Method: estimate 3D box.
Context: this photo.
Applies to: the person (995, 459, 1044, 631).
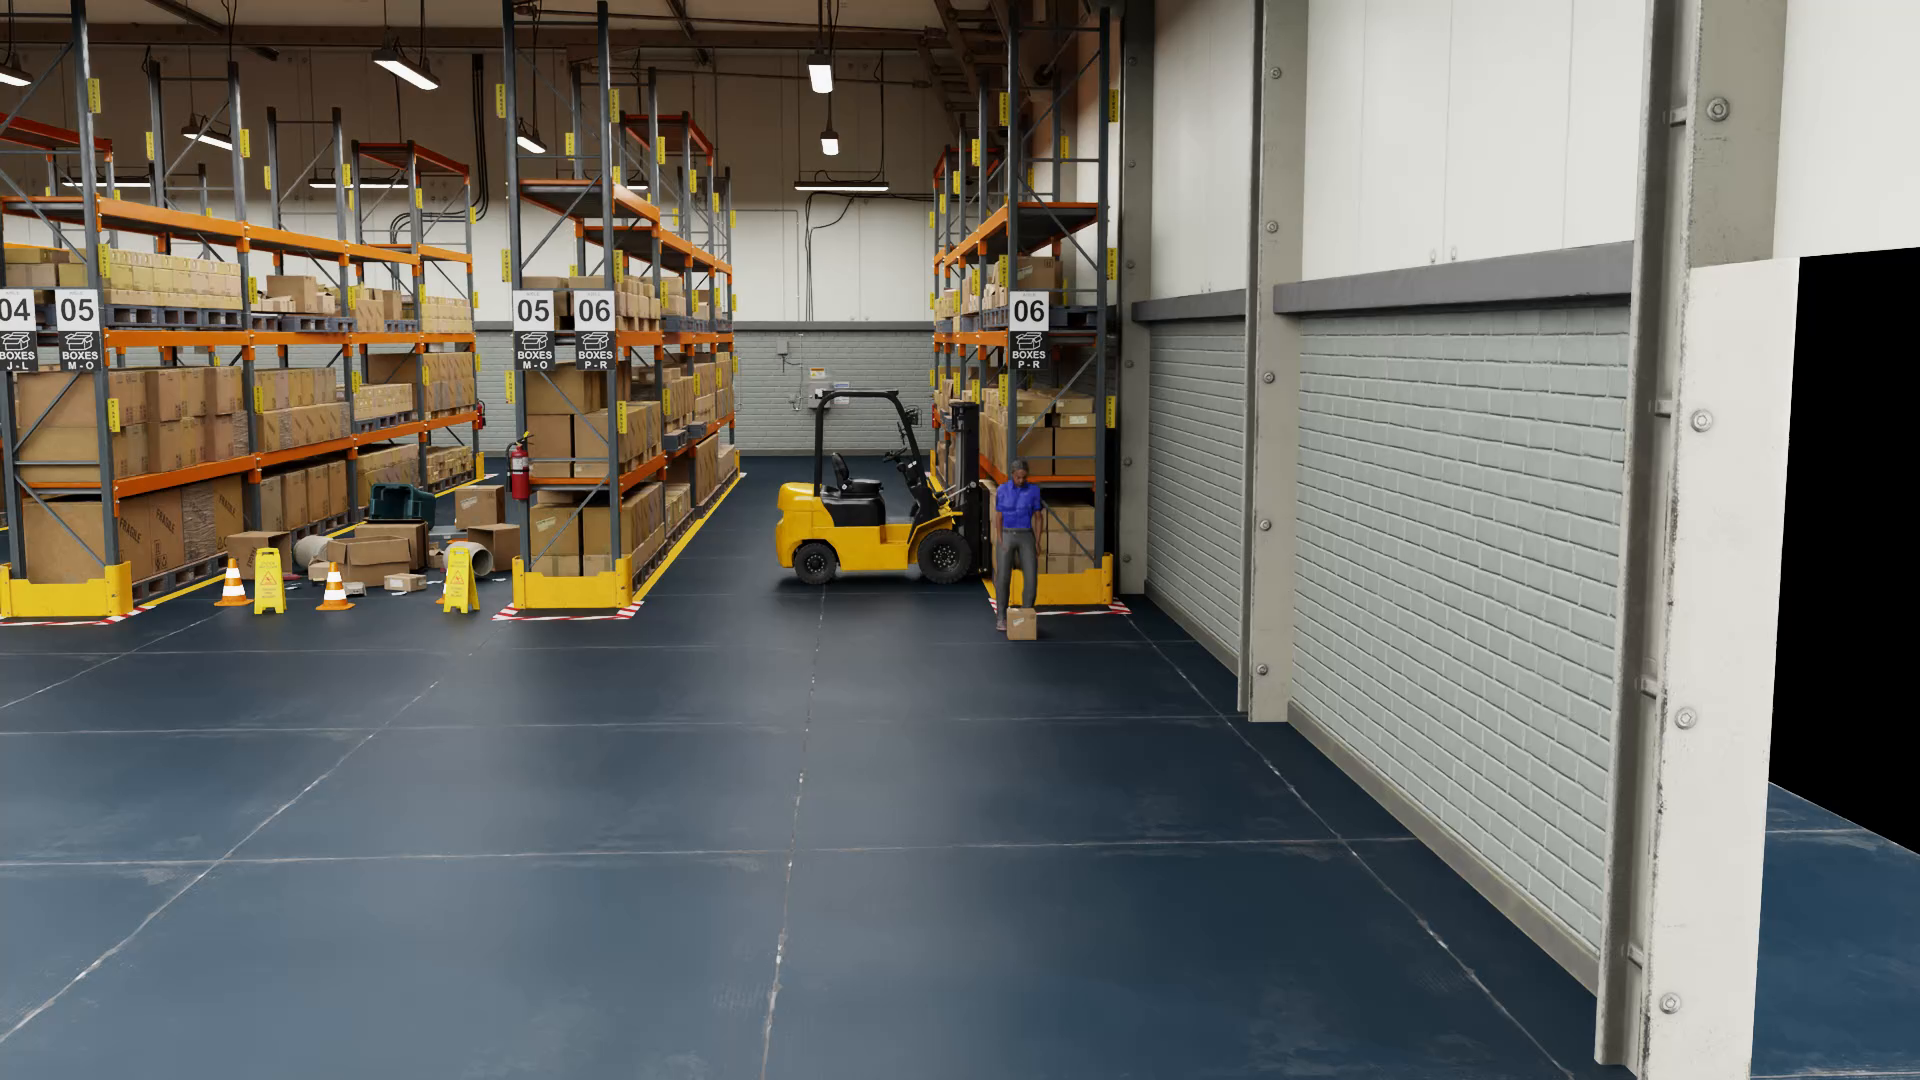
[{"bbox_3d":[0.558,0.041,15.655,0.453,1.618,0.367,0,7,-2],"label":"person"}]
